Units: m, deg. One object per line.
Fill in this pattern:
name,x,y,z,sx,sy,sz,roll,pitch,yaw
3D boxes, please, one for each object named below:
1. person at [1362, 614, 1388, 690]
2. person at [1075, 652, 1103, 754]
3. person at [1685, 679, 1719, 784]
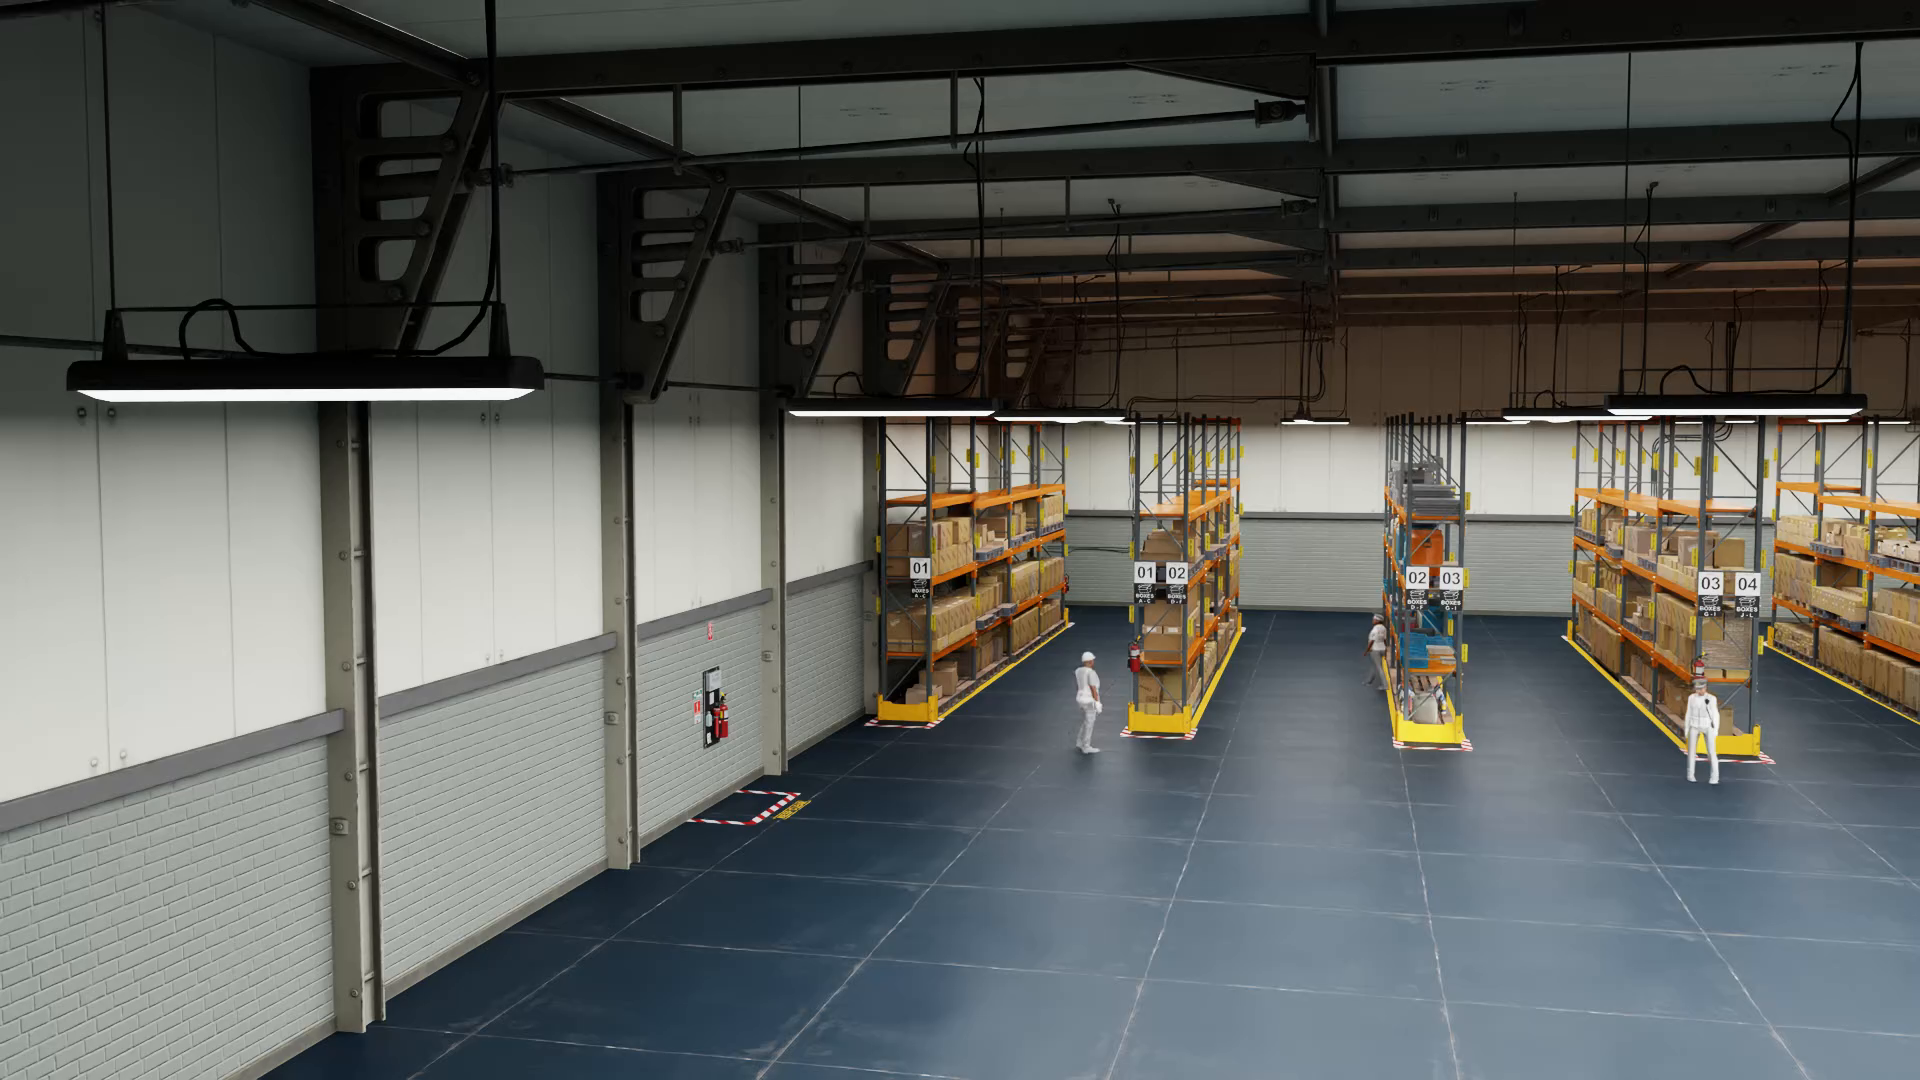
person,9.061,2.420,36.366,0.546,1.644,0.911,-3,5,-37
person,2.276,2.863,29.264,0.386,1.790,0.670,-1,4,-20
person,12.000,3.069,26.889,0.548,1.667,0.379,3,5,39
